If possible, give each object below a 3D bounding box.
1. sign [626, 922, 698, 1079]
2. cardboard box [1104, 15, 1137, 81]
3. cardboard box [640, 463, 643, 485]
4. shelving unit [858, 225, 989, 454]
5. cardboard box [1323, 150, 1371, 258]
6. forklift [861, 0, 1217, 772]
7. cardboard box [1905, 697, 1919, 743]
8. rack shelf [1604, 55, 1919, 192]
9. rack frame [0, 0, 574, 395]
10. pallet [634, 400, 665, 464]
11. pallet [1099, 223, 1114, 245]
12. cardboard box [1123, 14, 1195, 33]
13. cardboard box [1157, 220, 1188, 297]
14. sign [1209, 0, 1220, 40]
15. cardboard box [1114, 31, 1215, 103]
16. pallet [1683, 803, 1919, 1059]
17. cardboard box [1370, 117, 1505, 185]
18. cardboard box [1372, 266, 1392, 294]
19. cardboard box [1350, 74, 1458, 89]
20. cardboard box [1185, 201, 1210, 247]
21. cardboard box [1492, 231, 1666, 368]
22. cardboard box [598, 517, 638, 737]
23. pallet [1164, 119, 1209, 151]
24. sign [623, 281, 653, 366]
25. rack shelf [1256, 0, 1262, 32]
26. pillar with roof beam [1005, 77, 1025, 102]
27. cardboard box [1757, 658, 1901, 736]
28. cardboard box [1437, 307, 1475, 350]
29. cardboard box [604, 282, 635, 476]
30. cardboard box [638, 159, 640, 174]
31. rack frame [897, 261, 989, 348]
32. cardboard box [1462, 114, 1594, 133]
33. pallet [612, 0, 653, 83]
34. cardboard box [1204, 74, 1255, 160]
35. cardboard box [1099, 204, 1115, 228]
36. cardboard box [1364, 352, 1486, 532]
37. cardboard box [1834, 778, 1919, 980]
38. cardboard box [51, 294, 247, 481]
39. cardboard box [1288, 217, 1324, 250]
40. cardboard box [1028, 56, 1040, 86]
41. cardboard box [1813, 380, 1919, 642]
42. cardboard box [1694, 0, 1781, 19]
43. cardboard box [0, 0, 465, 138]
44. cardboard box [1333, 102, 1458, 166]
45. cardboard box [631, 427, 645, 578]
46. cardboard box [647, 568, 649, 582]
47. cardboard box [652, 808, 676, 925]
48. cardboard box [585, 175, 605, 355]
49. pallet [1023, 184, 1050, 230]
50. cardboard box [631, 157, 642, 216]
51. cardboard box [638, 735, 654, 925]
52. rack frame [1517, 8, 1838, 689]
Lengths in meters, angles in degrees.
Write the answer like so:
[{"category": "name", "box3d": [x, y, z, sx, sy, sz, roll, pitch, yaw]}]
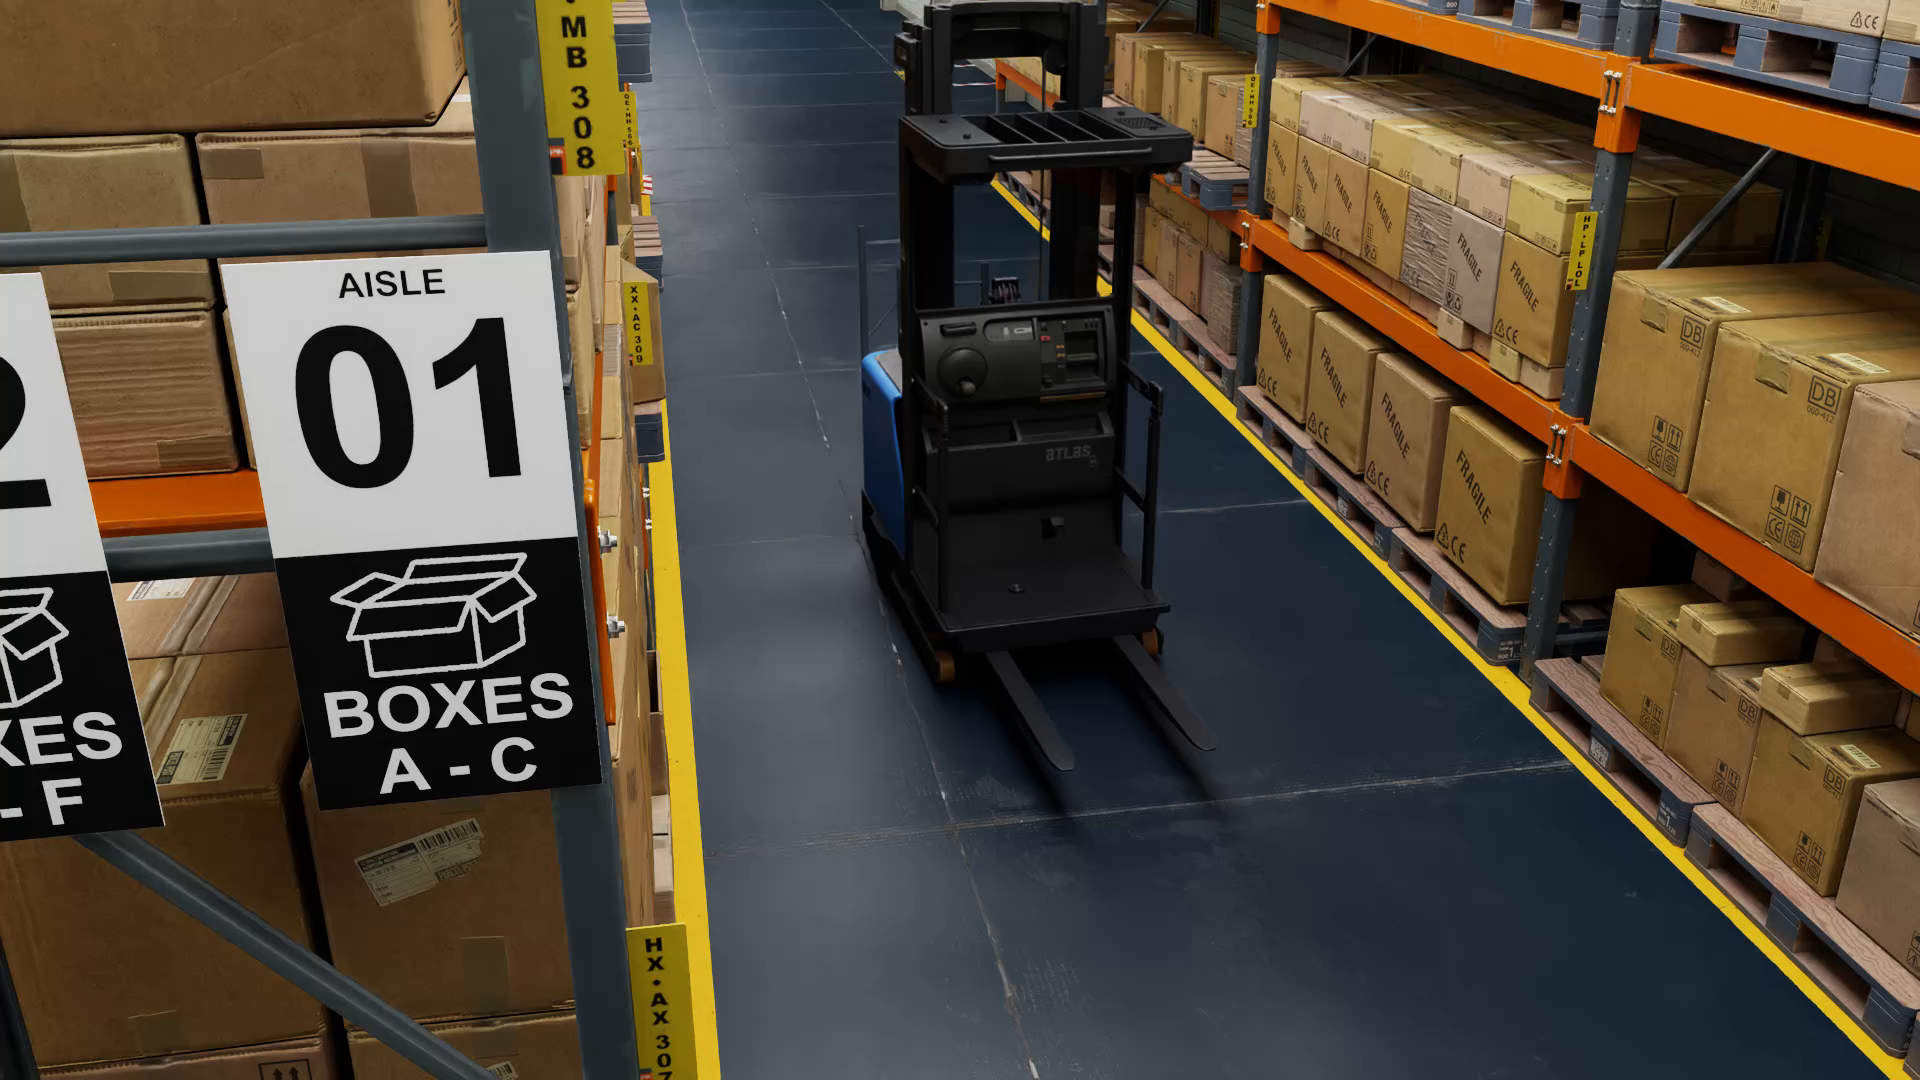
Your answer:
[{"category": "sign", "box3d": [-0.483, 0.758, 2.685, 0.100, 0.325, 0.005, -4, 24, -10]}, {"category": "cardboard box", "box3d": [1.241, -4.340, 14.666, 0.500, 0.500, 0.500, -4, 24, -10]}, {"category": "cardboard box", "box3d": [-1.791, -0.380, 8.009, 0.500, 0.250, 0.500, -4, 24, -10]}, {"category": "shelving unit", "box3d": [-0.220, -0.974, 9.605, 0.538, 1.500, 1.048, -6, 24, -14]}, {"category": "cardboard box", "box3d": [2.389, -1.899, 9.329, 0.500, 0.500, 0.500, -4, 24, -10]}, {"category": "forklift", "box3d": [0.333, -0.844, 7.519, 1.130, 2.935, 3.031, -6, 24, -14]}, {"category": "cardboard box", "box3d": [3.561, 0.651, 5.800, 0.380, 0.149, 0.250, -5, 24, -11]}, {"category": "rack shelf", "box3d": [3.482, -1.005, 4.954, 1.077, 0.370, 4.000, -4, 24, -10]}, {"category": "rack frame", "box3d": [-1.016, -1.554, 1.566, 1.000, 3.000, 0.127, -4, 24, -10]}, {"category": "pallet", "box3d": [-1.796, -0.613, 7.146, 1.003, 0.211, 1.213, -4, 24, -10]}, {"category": "pallet", "box3d": [1.474, -2.877, 15.574, 1.003, 0.211, 1.213, -4, 24, -10]}, {"category": "cardboard box", "box3d": [1.751, -4.378, 14.751, 0.500, 0.500, 0.500, -5, 24, -11]}, {"category": "cardboard box", "box3d": [1.984, -2.258, 13.246, 0.700, 0.500, 0.500, -4, 24, -9]}, {"category": "sign", "box3d": [2.177, -4.466, 14.282, 0.100, 0.325, 0.005, -4, 24, -10]}, {"category": "cardboard box", "box3d": [1.693, -3.938, 13.844, 0.700, 0.500, 0.500, -4, 24, -10]}, {"category": "pallet", "box3d": [3.405, 1.317, 5.971, 1.003, 0.211, 1.213, -4, 24, -10]}, {"category": "cardboard box", "box3d": [2.500, -2.049, 8.736, 0.500, 0.250, 0.500, -5, 24, -11]}, {"category": "cardboard box", "box3d": [2.500, -1.465, 9.145, 0.380, 0.149, 0.250, -4, 24, -9]}, {"category": "cardboard box", "box3d": [2.711, -2.696, 10.216, 0.500, 0.250, 0.500, -4, 24, -8]}, {"category": "cardboard box", "box3d": [2.044, -2.430, 12.702, 0.500, 0.250, 0.500, -4, 24, -10]}, {"category": "cardboard box", "box3d": [2.779, -1.101, 7.501, 0.500, 0.500, 0.500, -5, 24, -11]}, {"category": "cardboard box", "box3d": [-0.943, 0.292, 3.460, 0.500, 0.500, 0.500, -4, 24, -9]}, {"category": "pallet", "box3d": [1.966, -3.008, 12.628, 1.003, 0.211, 1.213, -4, 24, -10]}, {"category": "sign", "box3d": [-1.224, -0.818, 6.295, 0.100, 0.325, 0.005, -4, 24, -10]}, {"category": "rack shelf", "box3d": [2.002, -4.152, 12.159, 1.077, 0.370, 4.000, -4, 24, -10]}, {"category": "pillar with roof beam", "box3d": [-3.468, -10.046, 21.009, 9.100, 9.000, 0.400, -4, 24, -10]}, {"category": "cardboard box", "box3d": [3.130, 0.564, 5.998, 0.380, 0.149, 0.250, -5, 24, -11]}, {"category": "cardboard box", "box3d": [2.591, -1.055, 8.207, 0.380, 0.149, 0.250, -4, 24, -10]}, {"category": "cardboard box", "box3d": [-1.310, -0.501, 5.276, 0.500, 0.500, 0.500, -5, 24, -11]}, {"category": "cardboard box", "box3d": [-3.384, -3.793, 16.162, 0.500, 0.500, 0.500, -4, 24, -10]}, {"category": "rack frame", "box3d": [-0.089, -0.777, 9.155, 0.500, 1.500, 0.032, -6, 24, -14]}, {"category": "cardboard box", "box3d": [2.990, -2.089, 8.828, 0.500, 0.250, 0.500, -5, 24, -11]}, {"category": "pallet", "box3d": [-1.807, -1.929, 6.405, 1.213, 0.211, 1.003, -4, 24, -10]}, {"category": "cardboard box", "box3d": [2.145, -2.969, 11.626, 0.700, 0.500, 0.500, -7, 24, -15]}, {"category": "cardboard box", "box3d": [1.504, -3.005, 15.372, 0.380, 0.166, 0.250, -8, 25, -17]}, {"category": "cardboard box", "box3d": [2.697, -0.549, 8.921, 0.750, 0.750, 0.750, -4, 24, -8]}, {"category": "cardboard box", "box3d": [3.438, 1.117, 5.542, 0.700, 0.500, 0.500, -5, 24, -11]}, {"category": "cardboard box", "box3d": [-1.370, -0.294, 2.614, 0.500, 0.250, 0.500, -4, 24, -10]}, {"category": "cardboard box", "box3d": [2.209, -1.857, 10.043, 0.380, 0.149, 0.250, -4, 24, -8]}, {"category": "cardboard box", "box3d": [0.961, -4.589, 16.171, 0.500, 0.250, 0.500, -4, 24, -9]}, {"category": "cardboard box", "box3d": [3.470, -0.096, 5.348, 0.980, 0.700, 0.700, -5, 24, -12]}, {"category": "cardboard box", "box3d": [2.981, -1.999, 5.870, 0.500, 0.250, 0.500, -4, 24, -10]}, {"category": "cardboard box", "box3d": [-1.127, -0.885, 2.406, 0.700, 0.500, 0.500, -4, 24, -10]}, {"category": "cardboard box", "box3d": [2.399, -2.250, 9.194, 0.500, 0.250, 0.500, -4, 24, -9]}, {"category": "cardboard box", "box3d": [-1.314, -0.044, 5.478, 0.500, 0.500, 0.500, -4, 24, -8]}, {"category": "cardboard box", "box3d": [-1.715, 0.148, 7.737, 0.500, 0.500, 0.500, -4, 24, -9]}, {"category": "cardboard box", "box3d": [-1.233, 1.150, 5.678, 0.500, 0.311, 0.500, -4, 24, -10]}, {"category": "cardboard box", "box3d": [-0.941, -0.530, 3.154, 0.500, 0.250, 0.500, -4, 24, -10]}, {"category": "pallet", "box3d": [1.245, -3.358, 16.675, 1.003, 0.211, 1.213, -4, 24, -10]}, {"category": "cardboard box", "box3d": [-3.013, -3.007, 14.361, 0.500, 0.500, 0.500, -4, 24, -10]}, {"category": "cardboard box", "box3d": [-0.940, 0.752, 3.655, 0.500, 0.500, 0.500, -5, 24, -10]}, {"category": "rack frame", "box3d": [3.112, -0.747, 7.212, 1.000, 3.000, 0.127, -4, 24, -10]}]
